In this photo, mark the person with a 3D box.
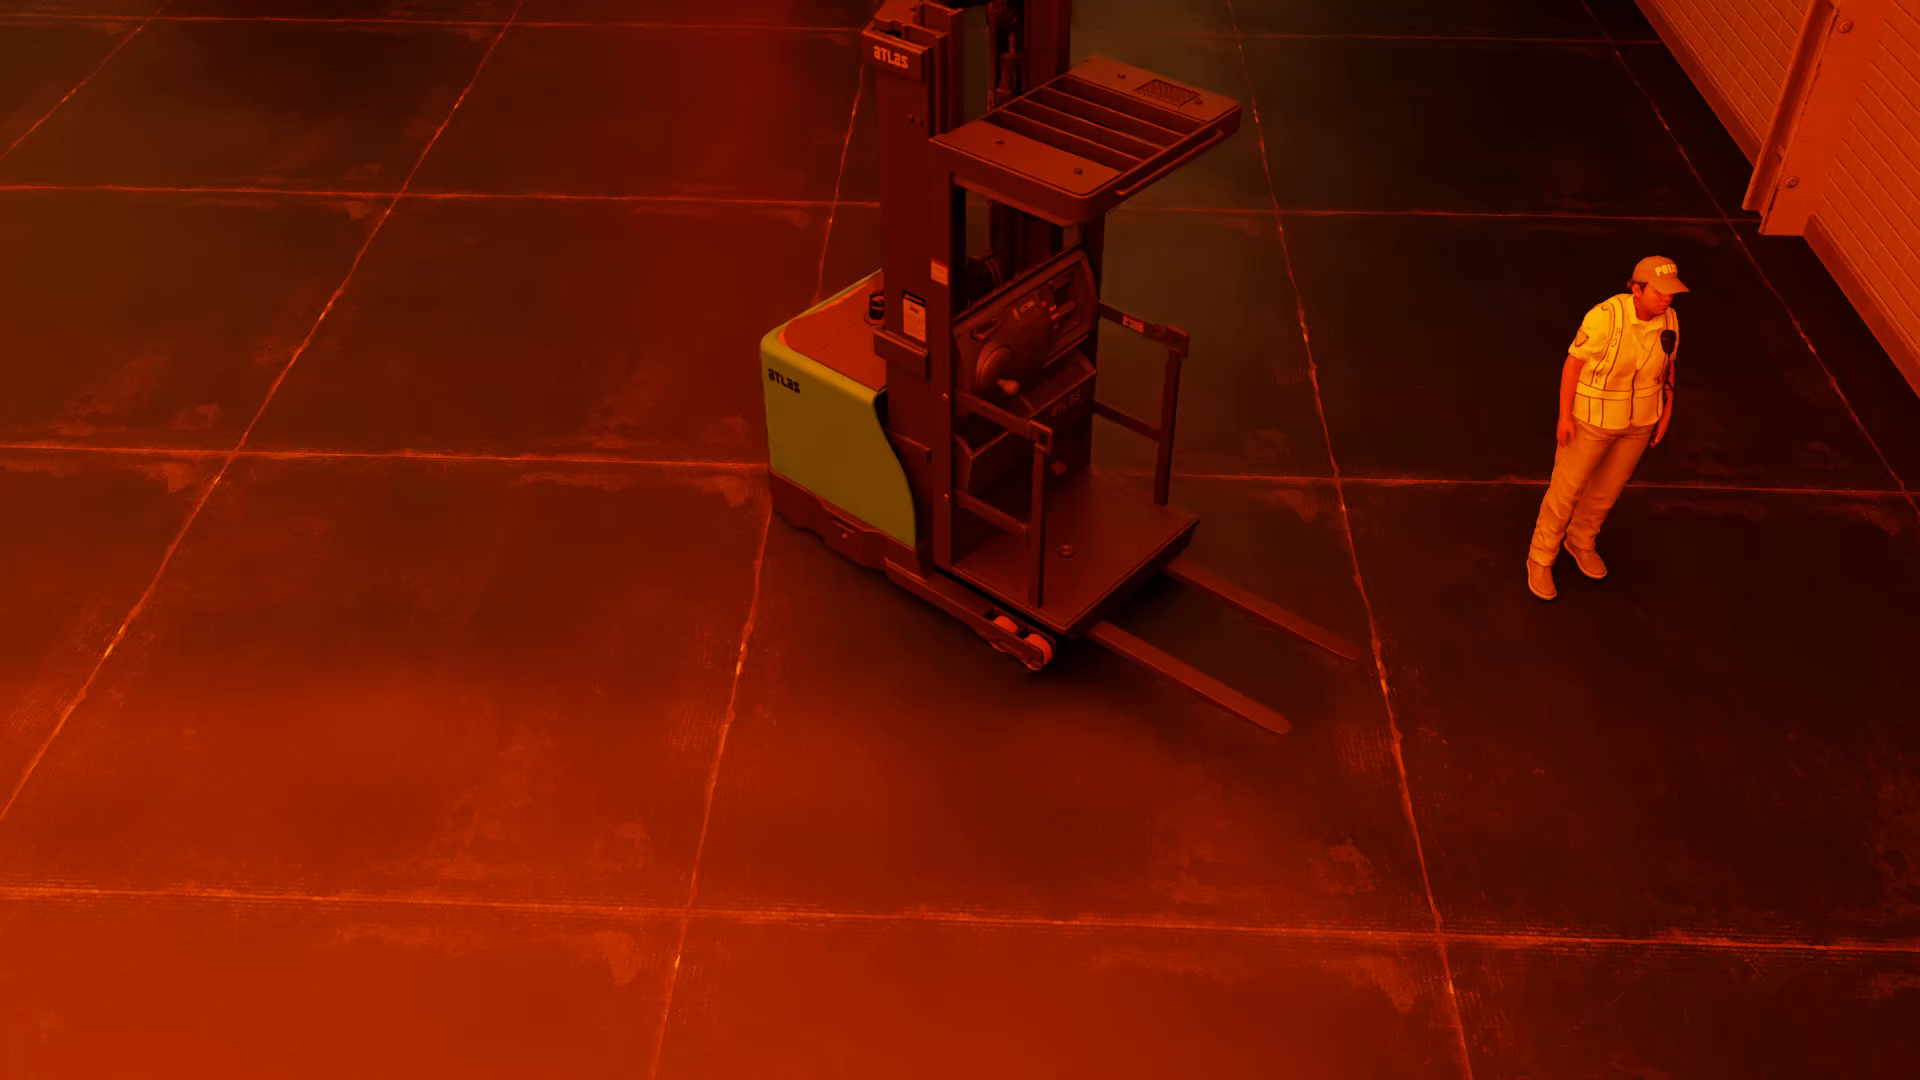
[{"bbox_3d":[3.084,-0.531,7.841,0.596,1.670,0.530,-5,39,-6],"label":"person"}]

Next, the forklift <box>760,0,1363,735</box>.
[{"bbox_3d":[0.461,-0.908,7.314,3.031,2.935,1.130,28,47,30],"label":"forklift"}]
